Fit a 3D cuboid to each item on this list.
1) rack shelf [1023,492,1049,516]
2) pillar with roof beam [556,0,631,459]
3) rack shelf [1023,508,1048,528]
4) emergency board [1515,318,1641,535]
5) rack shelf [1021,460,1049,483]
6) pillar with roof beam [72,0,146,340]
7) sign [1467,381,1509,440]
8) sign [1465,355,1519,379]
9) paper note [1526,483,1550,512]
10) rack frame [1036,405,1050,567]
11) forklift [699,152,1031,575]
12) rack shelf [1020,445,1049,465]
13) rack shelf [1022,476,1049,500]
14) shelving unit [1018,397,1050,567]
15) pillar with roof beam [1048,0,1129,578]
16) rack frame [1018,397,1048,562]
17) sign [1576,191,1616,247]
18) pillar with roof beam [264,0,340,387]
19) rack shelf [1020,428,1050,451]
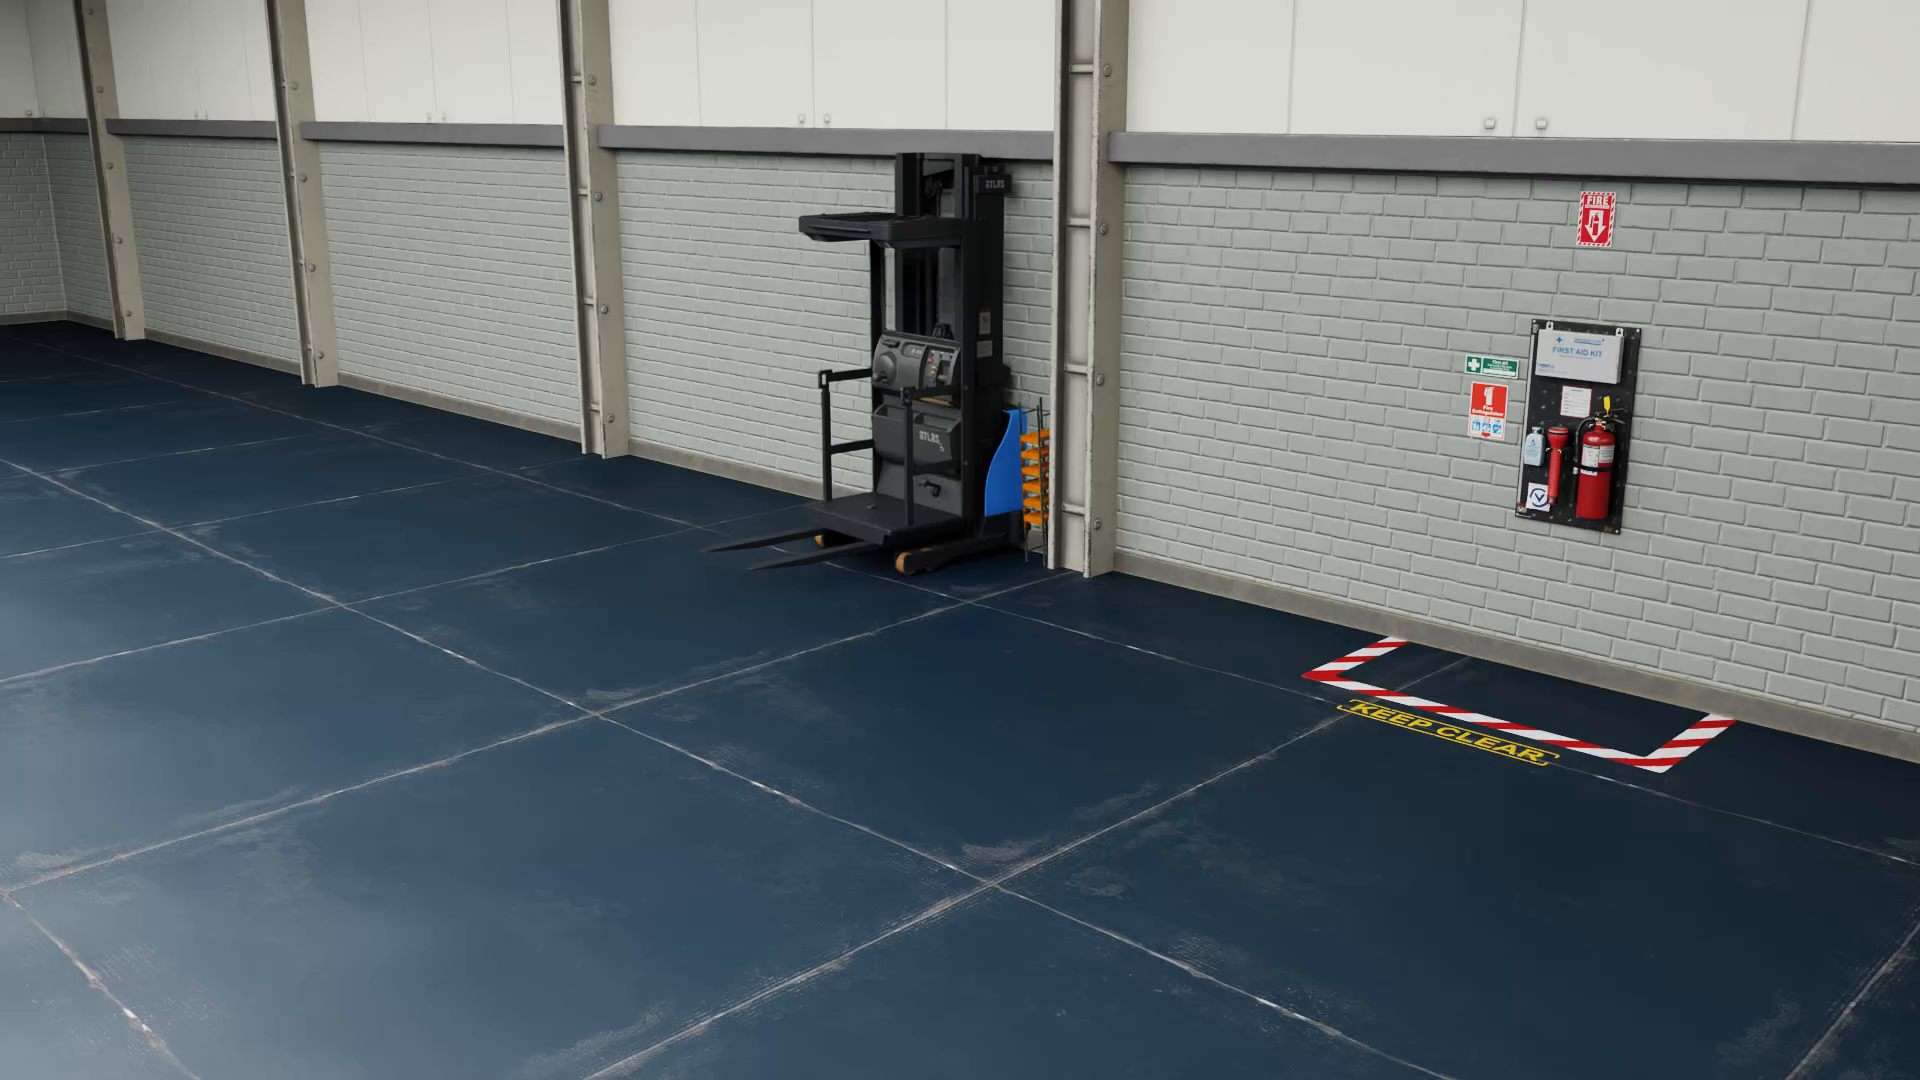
[{"bbox_3d":[0.615,-0.266,12.189,0.258,0.103,0.180,-18,21,-40],"label":"rack shelf"},{"bbox_3d":[-6.421,-4.415,12.030,0.400,9.000,9.100,14,20,42],"label":"pillar with roof beam"},{"bbox_3d":[0.621,-0.151,12.222,0.258,0.103,0.180,-18,21,-40],"label":"rack shelf"},{"bbox_3d":[3.453,-0.633,9.411,0.643,1.169,0.194,14,20,42],"label":"emergency board"},{"bbox_3d":[0.601,-0.497,12.123,0.258,0.103,0.180,-18,21,-40],"label":"rack shelf"},{"bbox_3d":[-15.060,-6.515,20.090,0.400,9.000,9.100,14,20,42],"label":"pillar with roof beam"},{"bbox_3d":[3.127,-0.766,9.850,0.234,0.329,0.001,14,20,42],"label":"sign"},{"bbox_3d":[3.124,-1.020,9.774,0.331,0.109,0.001,14,20,42],"label":"sign"},{"bbox_3d":[3.374,-0.250,9.690,0.142,0.148,0.016,14,20,42],"label":"paper note"},{"bbox_3d":[0.668,-0.409,12.079,0.240,1.200,0.006,-18,21,-40],"label":"rack frame"},{"bbox_3d":[-0.484,-1.315,12.164,3.031,2.935,1.130,-12,19,-39],"label":"forklift"},{"bbox_3d":[0.594,-0.612,12.090,0.258,0.103,0.180,-18,21,-40],"label":"rack shelf"},{"bbox_3d":[0.608,-0.381,12.156,0.258,0.103,0.180,-18,21,-40],"label":"rack shelf"},{"bbox_3d":[0.605,-0.424,12.144,0.258,1.200,0.189,-18,21,-40],"label":"shelving unit"},{"bbox_3d":[-2.102,-3.365,8.000,0.400,9.000,9.100,14,20,42],"label":"pillar with roof beam"},{"bbox_3d":[0.542,-0.439,12.208,0.240,1.200,0.006,-18,21,-40],"label":"rack frame"},{"bbox_3d":[3.516,-1.774,9.194,0.199,0.298,0.001,14,20,42],"label":"sign"},{"bbox_3d":[-10.740,-5.465,16.060,0.400,9.000,9.100,14,20,42],"label":"pillar with roof beam"},{"bbox_3d":[0.587,-0.727,12.057,0.258,0.103,0.180,-18,21,-40],"label":"rack shelf"}]
